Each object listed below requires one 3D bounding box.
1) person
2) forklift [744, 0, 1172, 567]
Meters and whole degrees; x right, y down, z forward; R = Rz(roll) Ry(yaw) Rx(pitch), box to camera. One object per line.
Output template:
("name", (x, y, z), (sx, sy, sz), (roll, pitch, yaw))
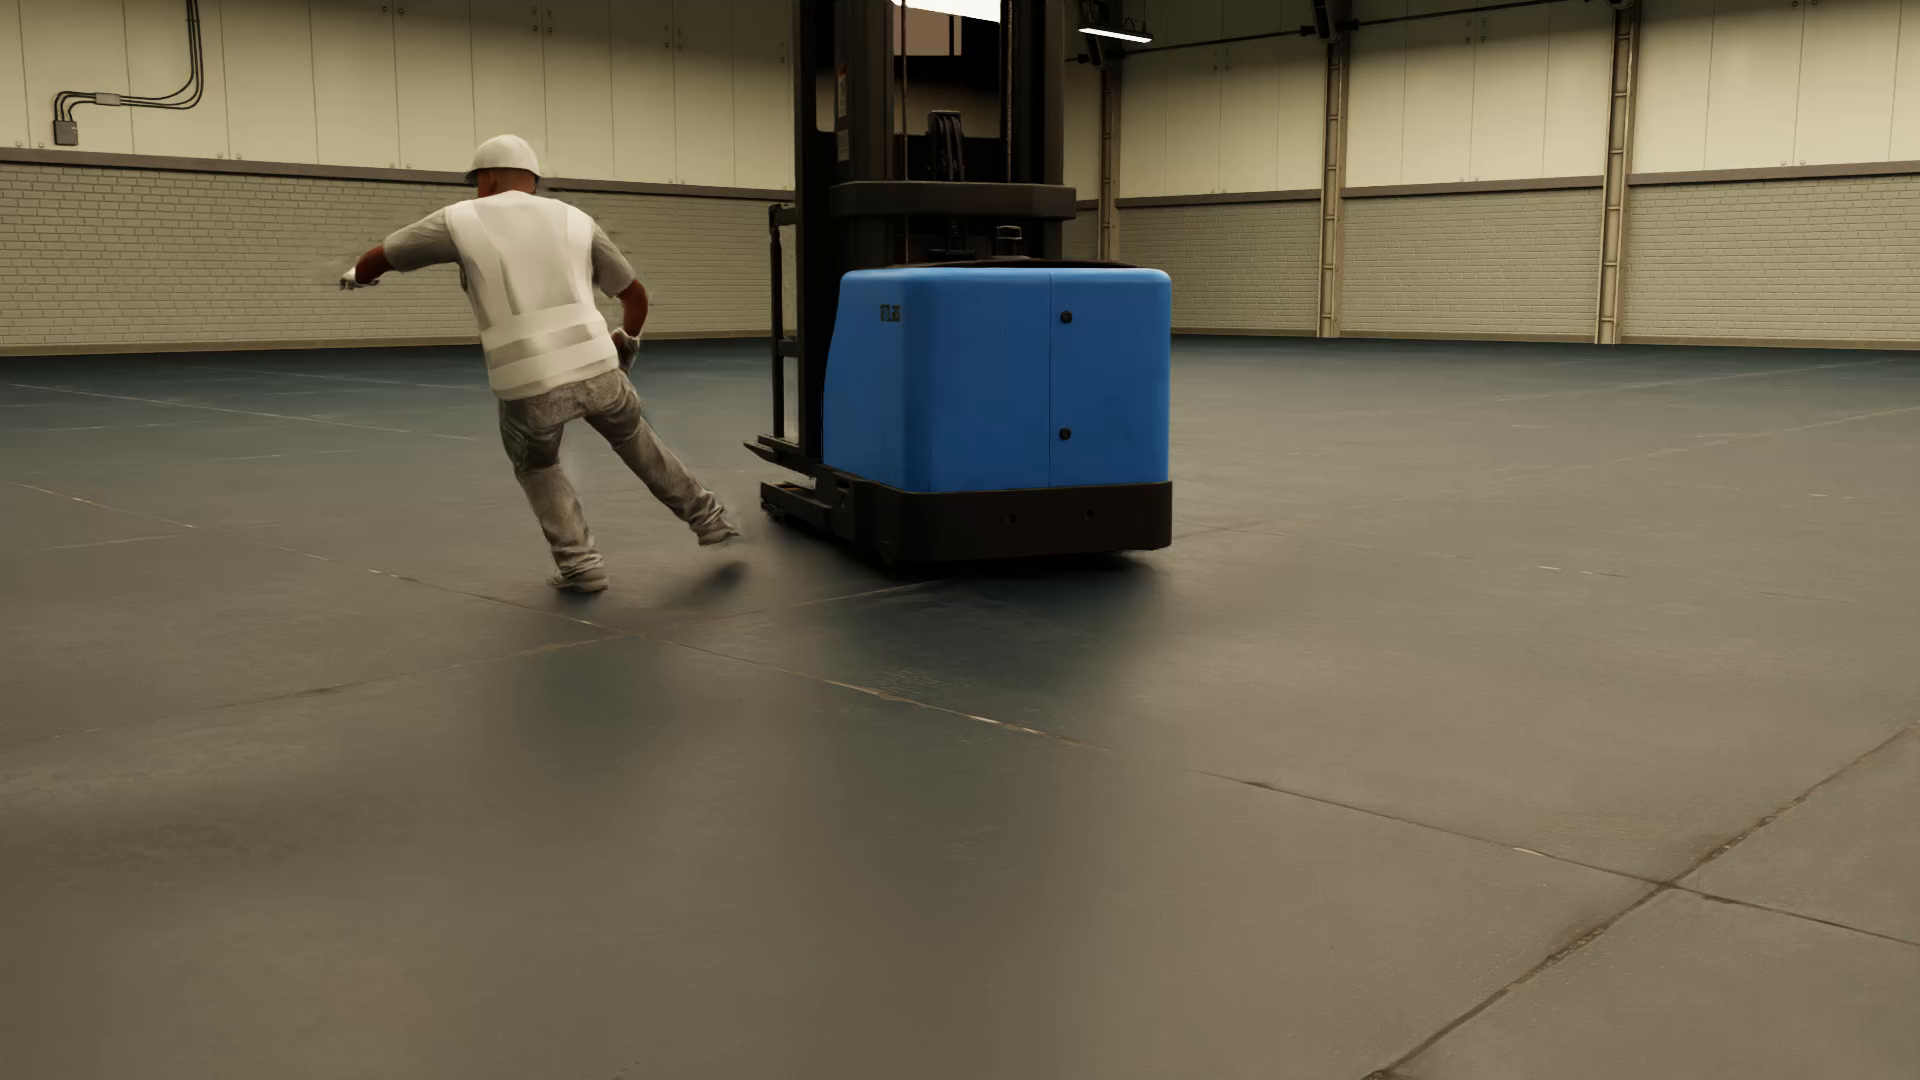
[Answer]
("person", (-1.388, -0.611, 5.739), (1.259, 1.526, 0.920), (-5, 10, -31))
("forklift", (-0.236, -1.534, 7.060), (1.130, 2.935, 3.031), (-3, 9, -21))
